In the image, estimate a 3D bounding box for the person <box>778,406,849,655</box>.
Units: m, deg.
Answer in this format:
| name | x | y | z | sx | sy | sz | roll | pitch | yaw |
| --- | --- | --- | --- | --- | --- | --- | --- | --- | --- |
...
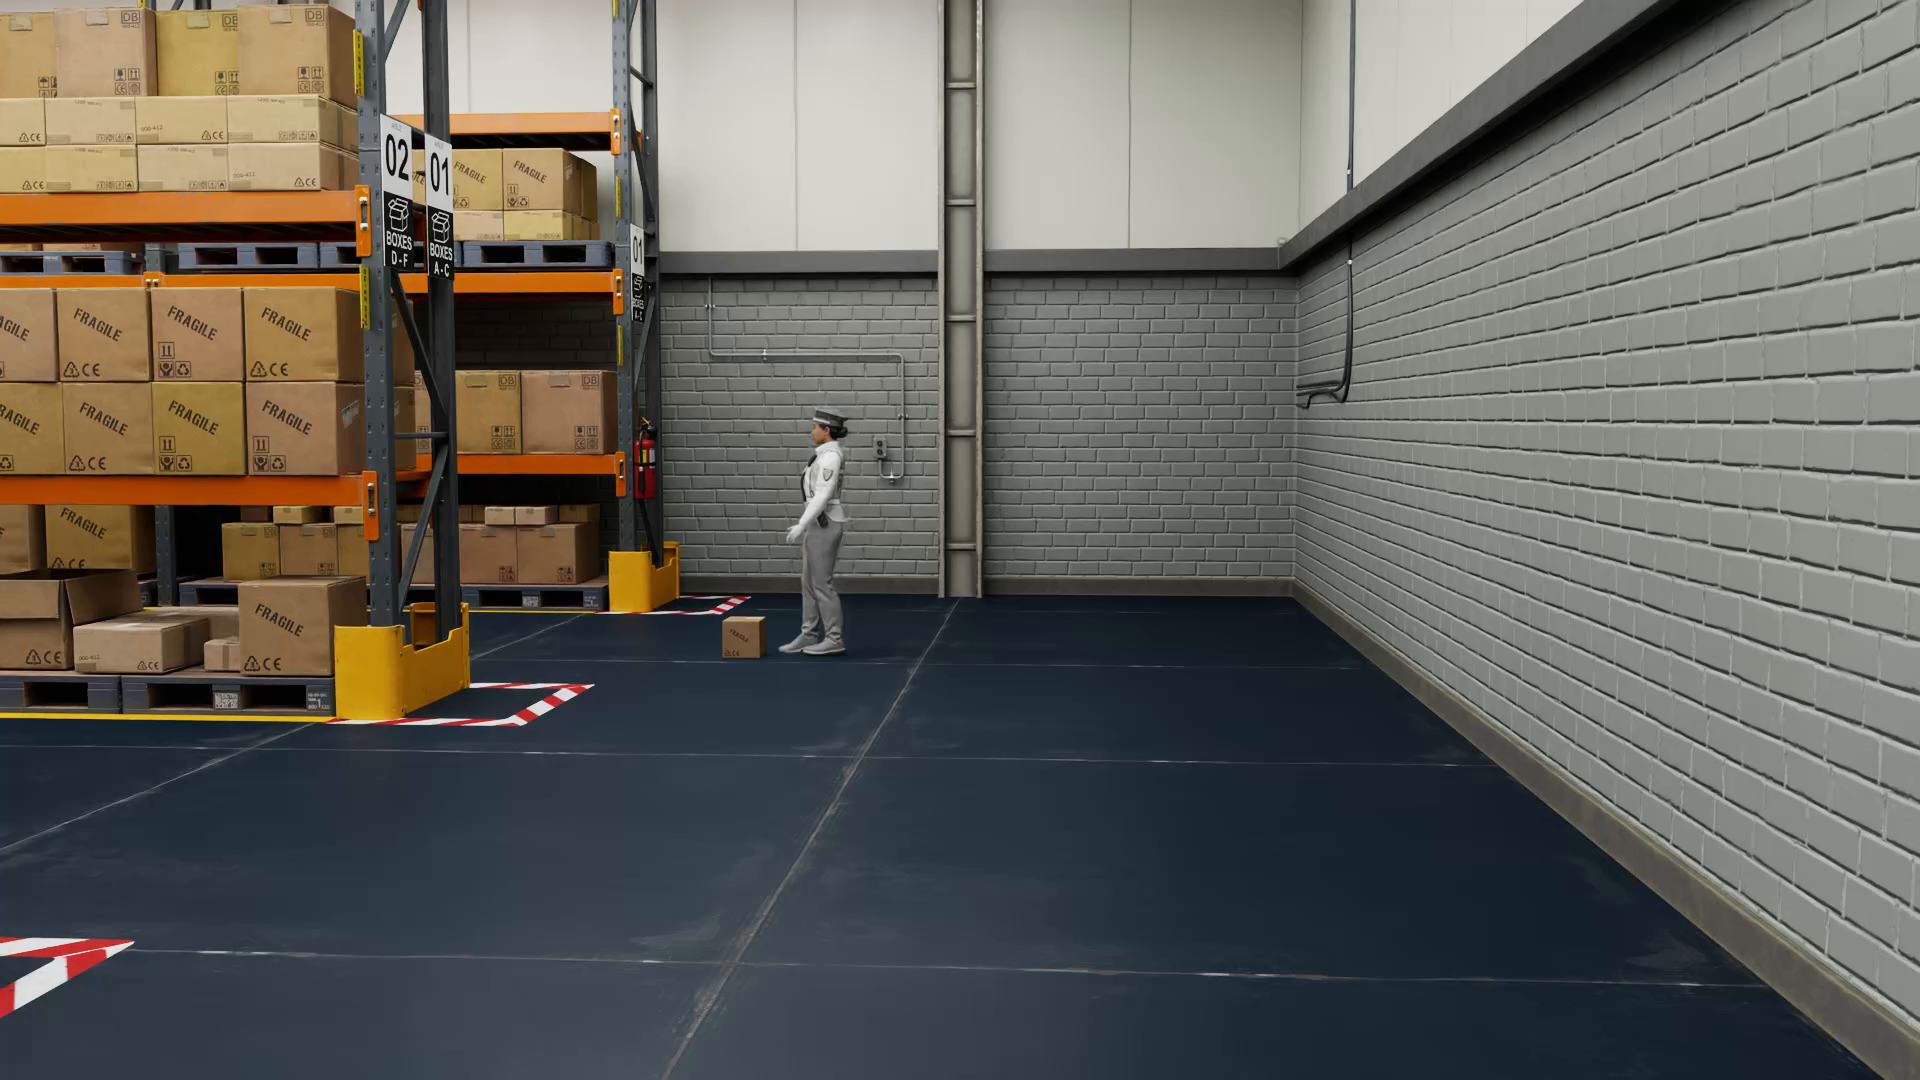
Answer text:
| name | x | y | z | sx | sy | sz | roll | pitch | yaw |
| --- | --- | --- | --- | --- | --- | --- | --- | --- | --- |
| person | -0.996 | -0.058 | 11.294 | 0.493 | 1.702 | 0.538 | 0 | 4 | -6 |
